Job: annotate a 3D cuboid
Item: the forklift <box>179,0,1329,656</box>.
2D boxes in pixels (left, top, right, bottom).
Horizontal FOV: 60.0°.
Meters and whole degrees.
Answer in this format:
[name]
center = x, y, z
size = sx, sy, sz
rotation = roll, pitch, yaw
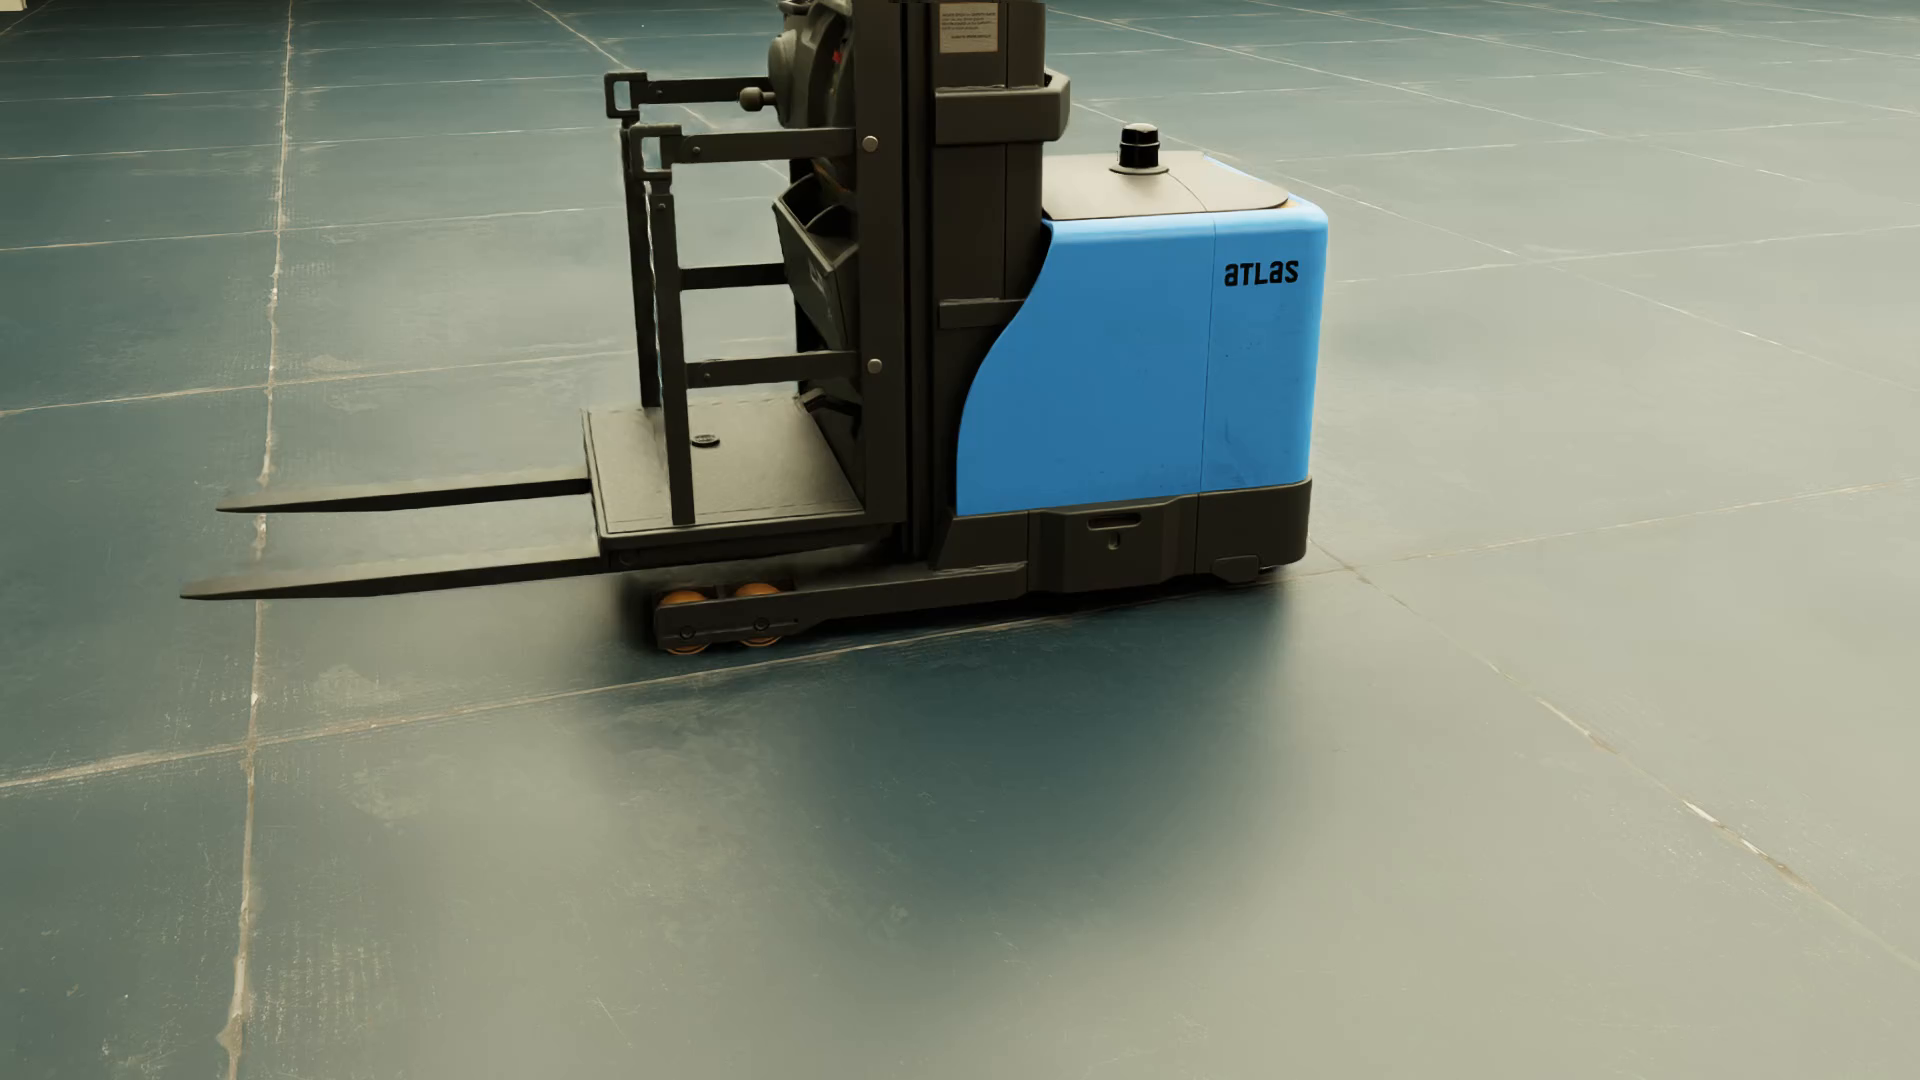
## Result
[forklift]
center = -0.575, -1.275, 4.330
size = 3.031, 2.935, 1.130
rotation = -6, 23, -13
